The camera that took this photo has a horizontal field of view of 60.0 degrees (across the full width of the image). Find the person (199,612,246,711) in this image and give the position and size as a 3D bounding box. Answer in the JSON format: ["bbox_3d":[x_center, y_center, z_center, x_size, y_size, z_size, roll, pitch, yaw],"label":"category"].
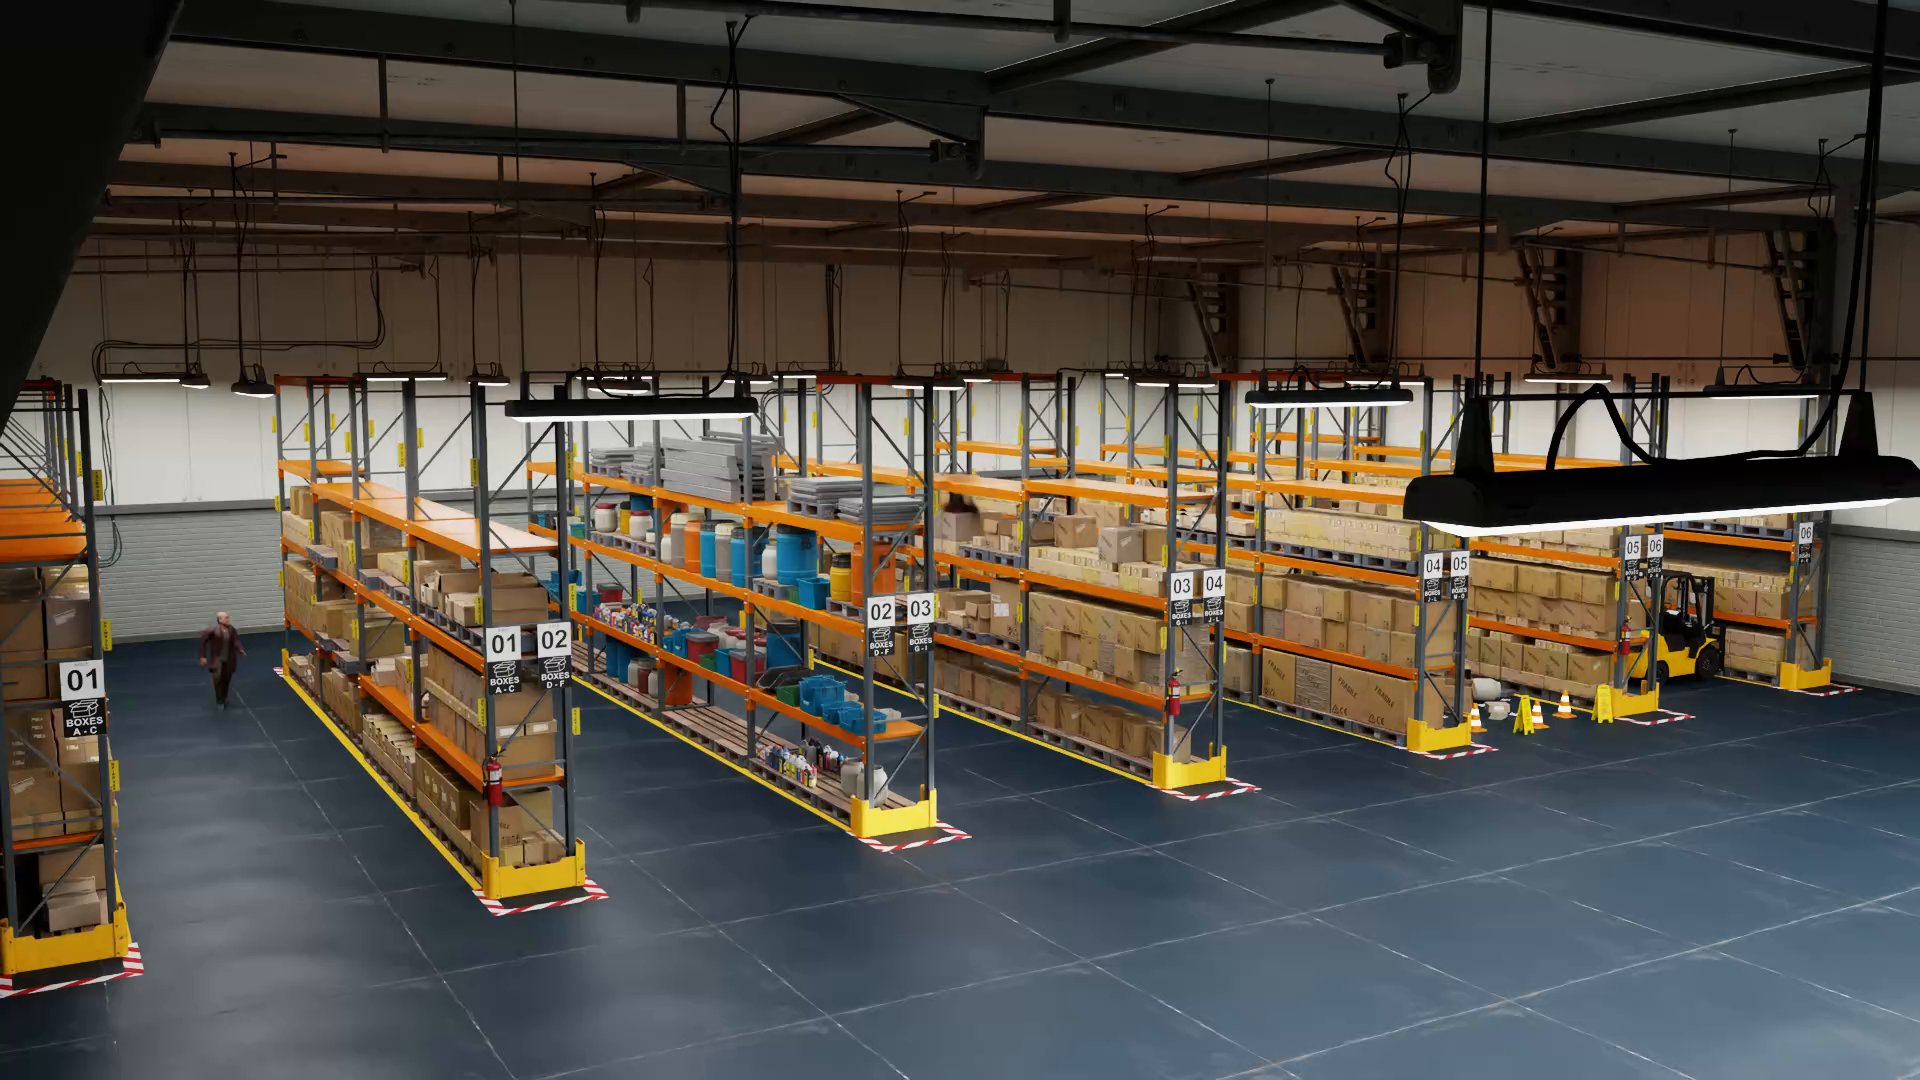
[{"bbox_3d":[-13.420,2.232,30.242,0.771,1.753,0.936,-4,7,-29],"label":"person"}]
